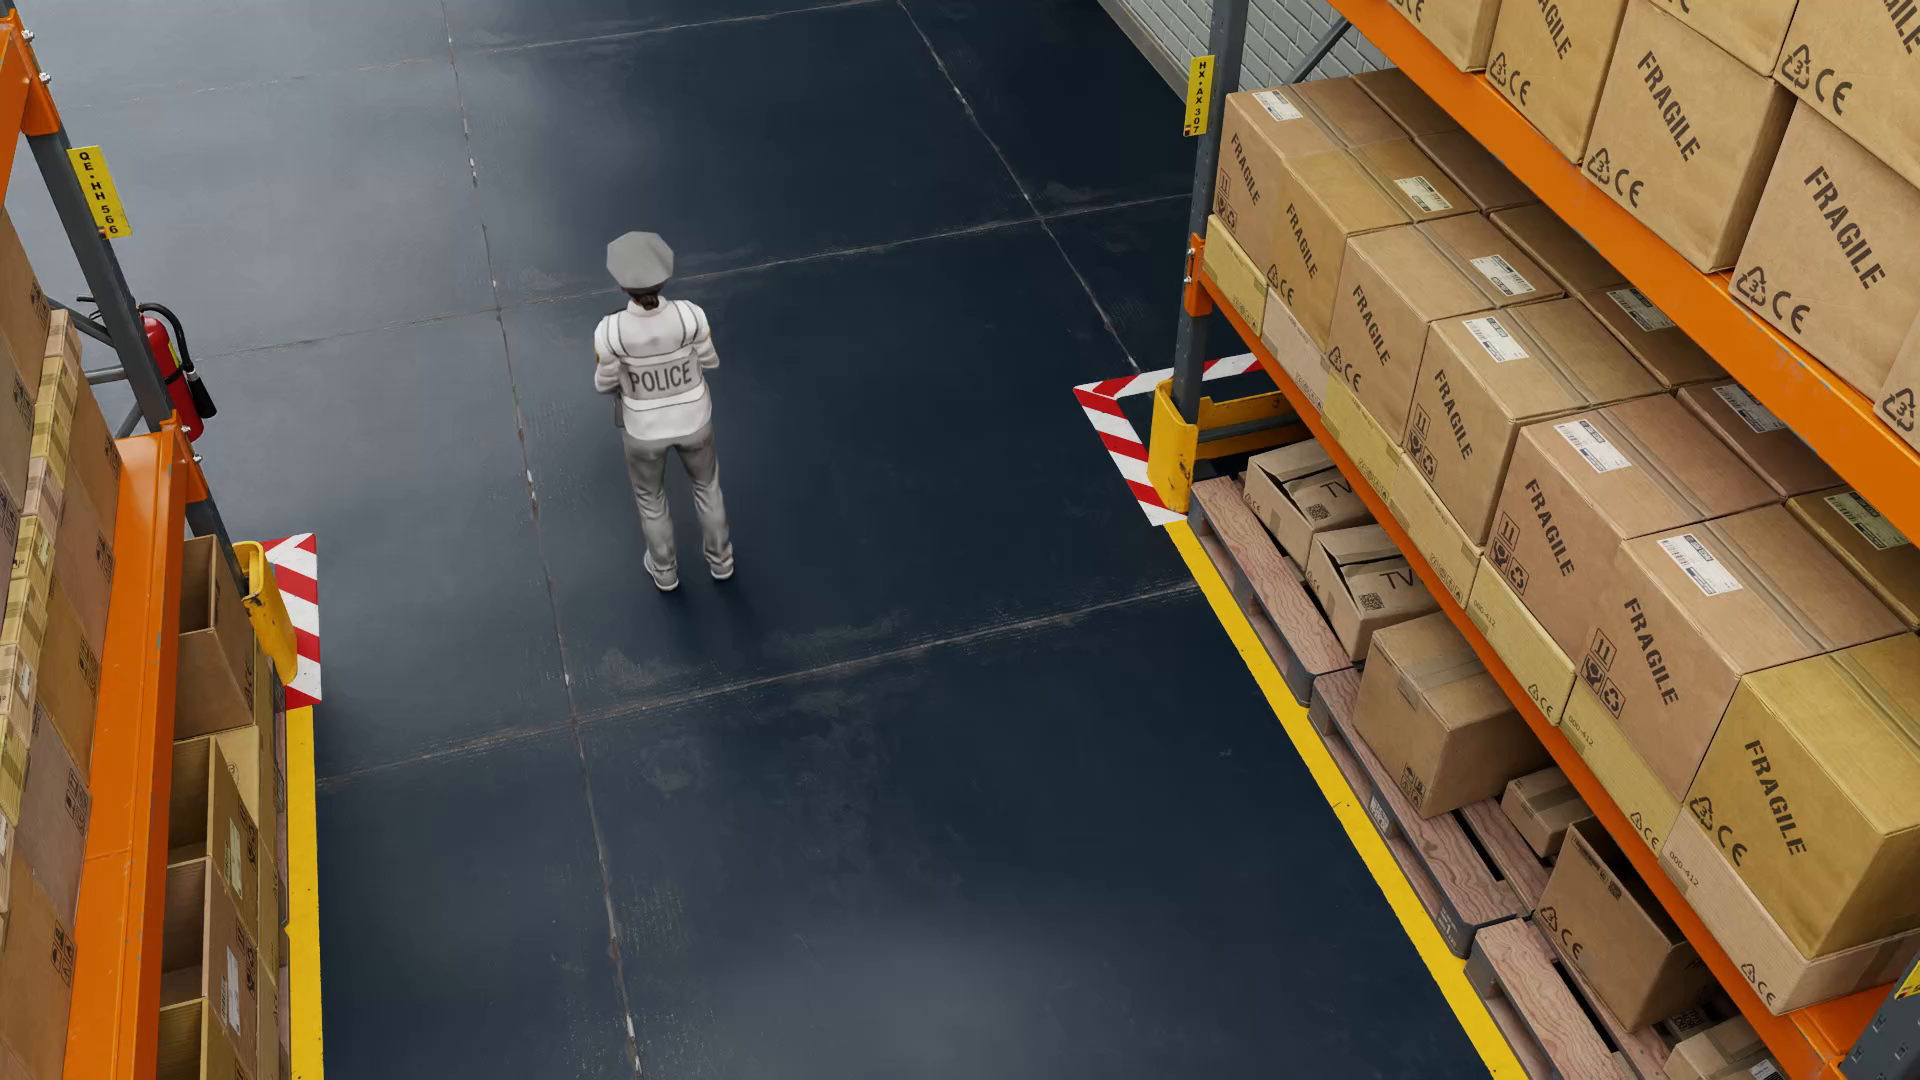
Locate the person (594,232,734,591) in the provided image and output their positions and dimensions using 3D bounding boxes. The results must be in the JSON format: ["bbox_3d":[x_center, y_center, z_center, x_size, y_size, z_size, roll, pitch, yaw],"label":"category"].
[{"bbox_3d":[-1.203,-0.528,6.713,0.489,1.691,0.489,-12,44,-13],"label":"person"}]
